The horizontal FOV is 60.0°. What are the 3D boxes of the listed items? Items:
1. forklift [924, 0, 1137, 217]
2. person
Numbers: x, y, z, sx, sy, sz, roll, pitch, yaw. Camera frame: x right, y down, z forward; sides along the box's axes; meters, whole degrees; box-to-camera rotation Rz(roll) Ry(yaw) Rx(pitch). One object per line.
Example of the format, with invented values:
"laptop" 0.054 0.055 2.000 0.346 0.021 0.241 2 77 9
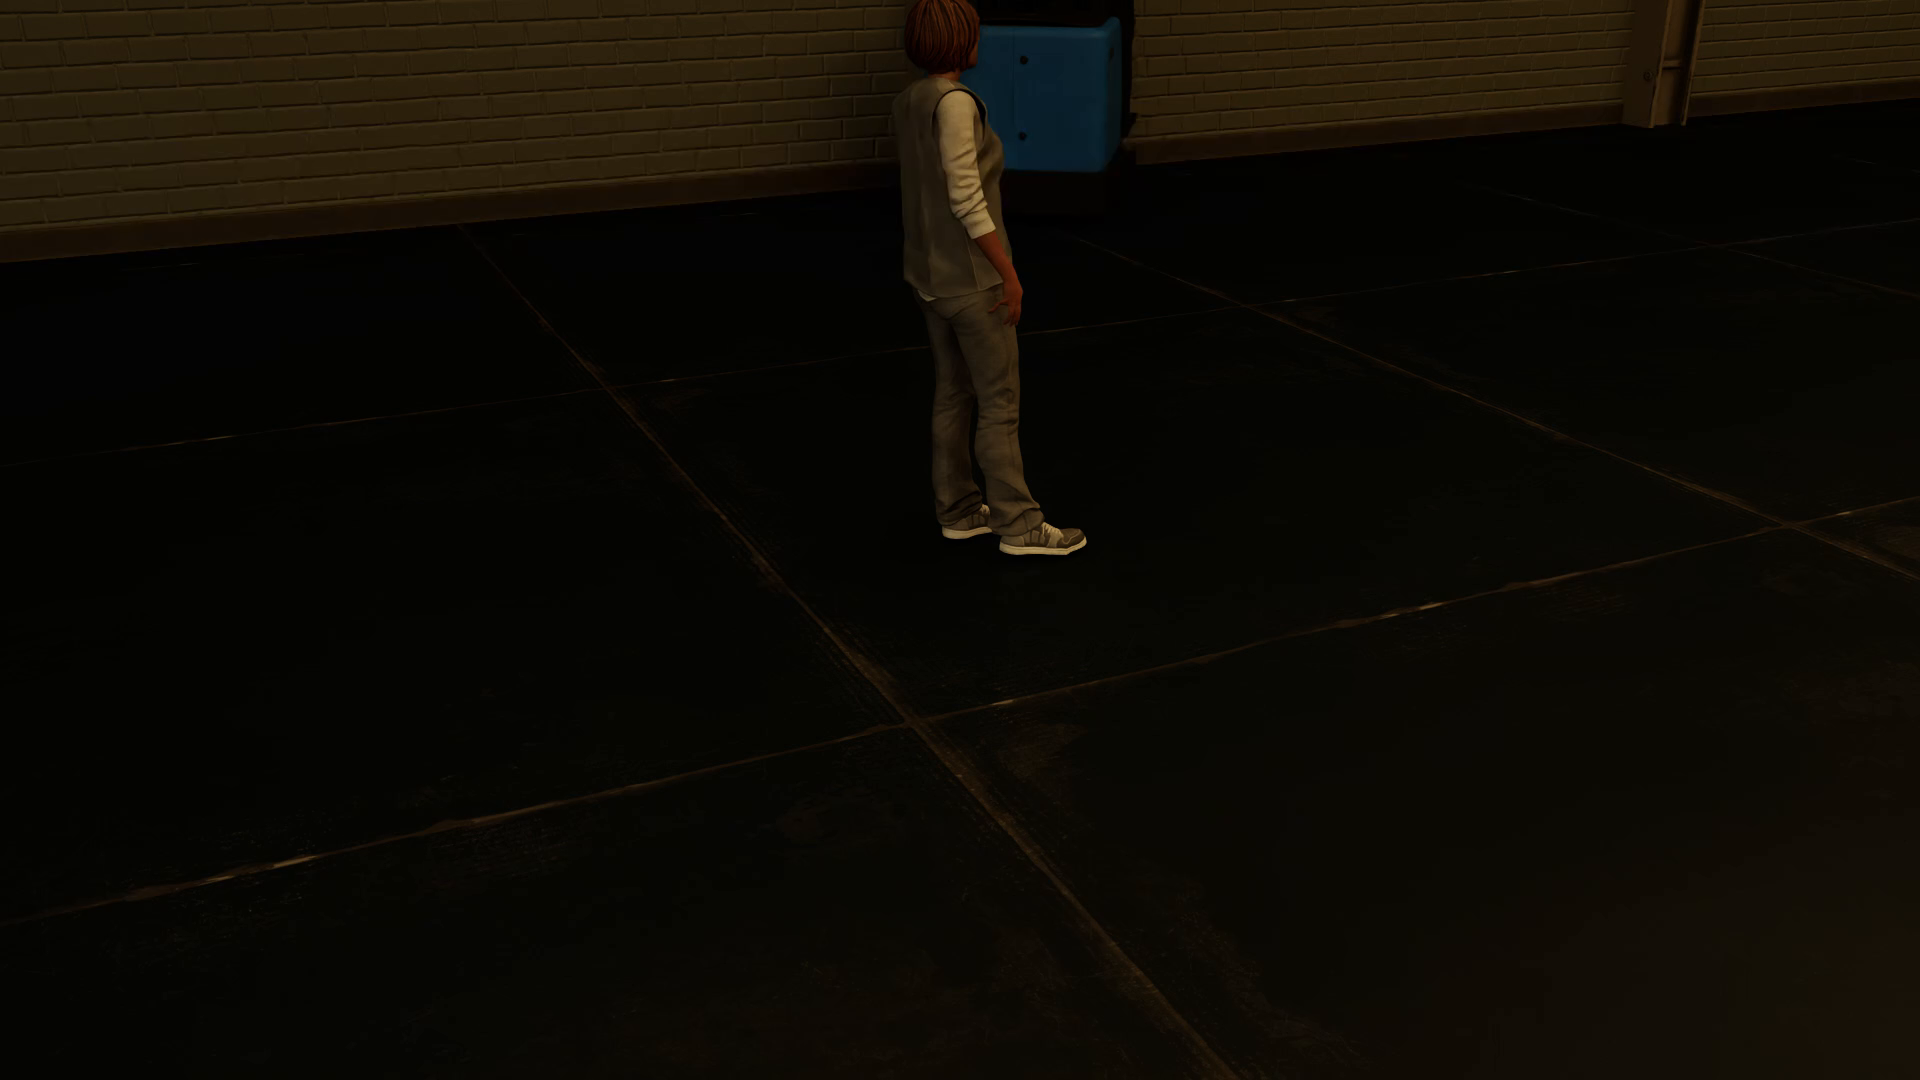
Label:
"forklift" 0.547 -3.689 10.166 1.130 2.935 3.031 4 23 9
"person" 0.073 -0.751 4.814 0.475 1.597 0.520 -10 25 -23
